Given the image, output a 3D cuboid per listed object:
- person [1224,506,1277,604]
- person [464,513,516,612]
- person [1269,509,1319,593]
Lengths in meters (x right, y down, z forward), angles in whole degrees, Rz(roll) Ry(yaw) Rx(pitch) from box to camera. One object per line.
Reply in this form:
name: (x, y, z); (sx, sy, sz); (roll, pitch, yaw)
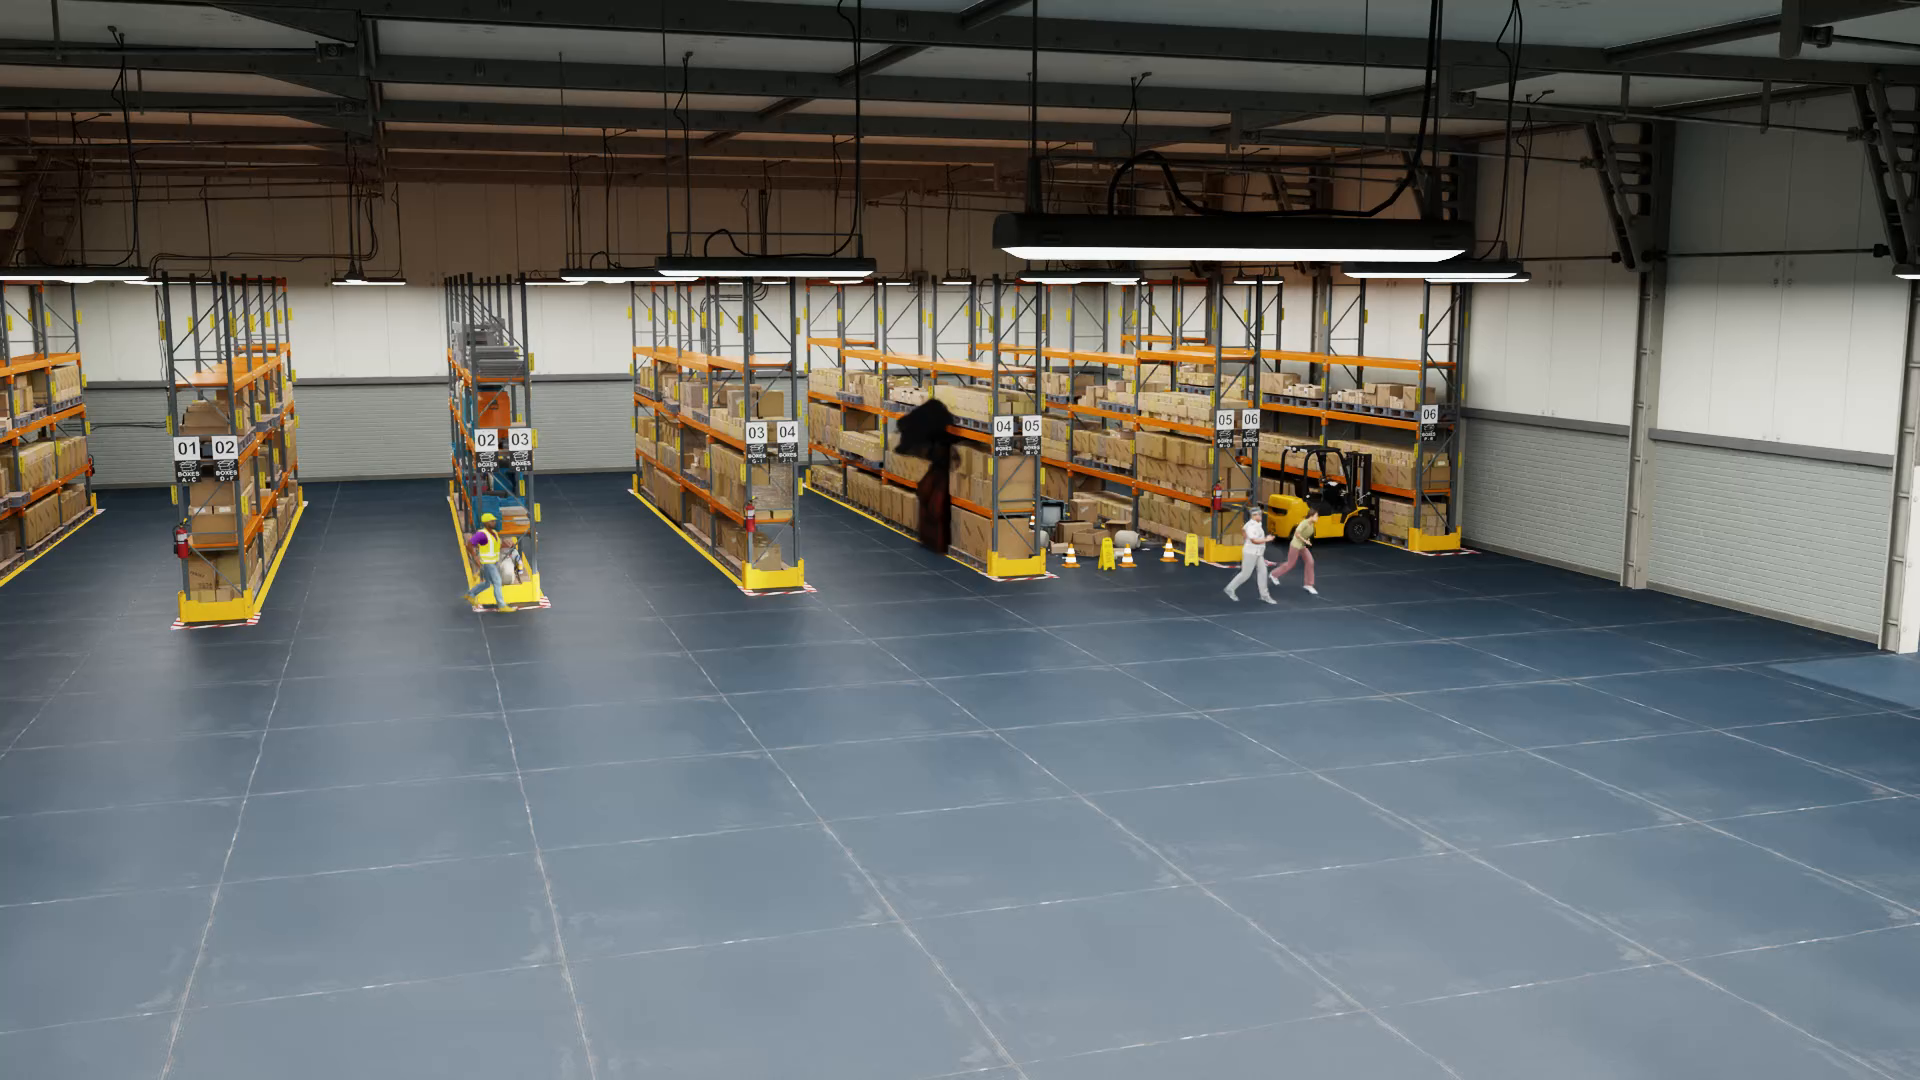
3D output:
person: (5.315, 0.264, 30.314); (0.959, 1.795, 0.650); (3, 9, 21)
person: (-8.359, 0.395, 29.444); (0.977, 1.749, 0.702); (1, 9, 7)
person: (6.388, 0.181, 31.731); (1.004, 1.624, 0.613); (5, 10, 29)
